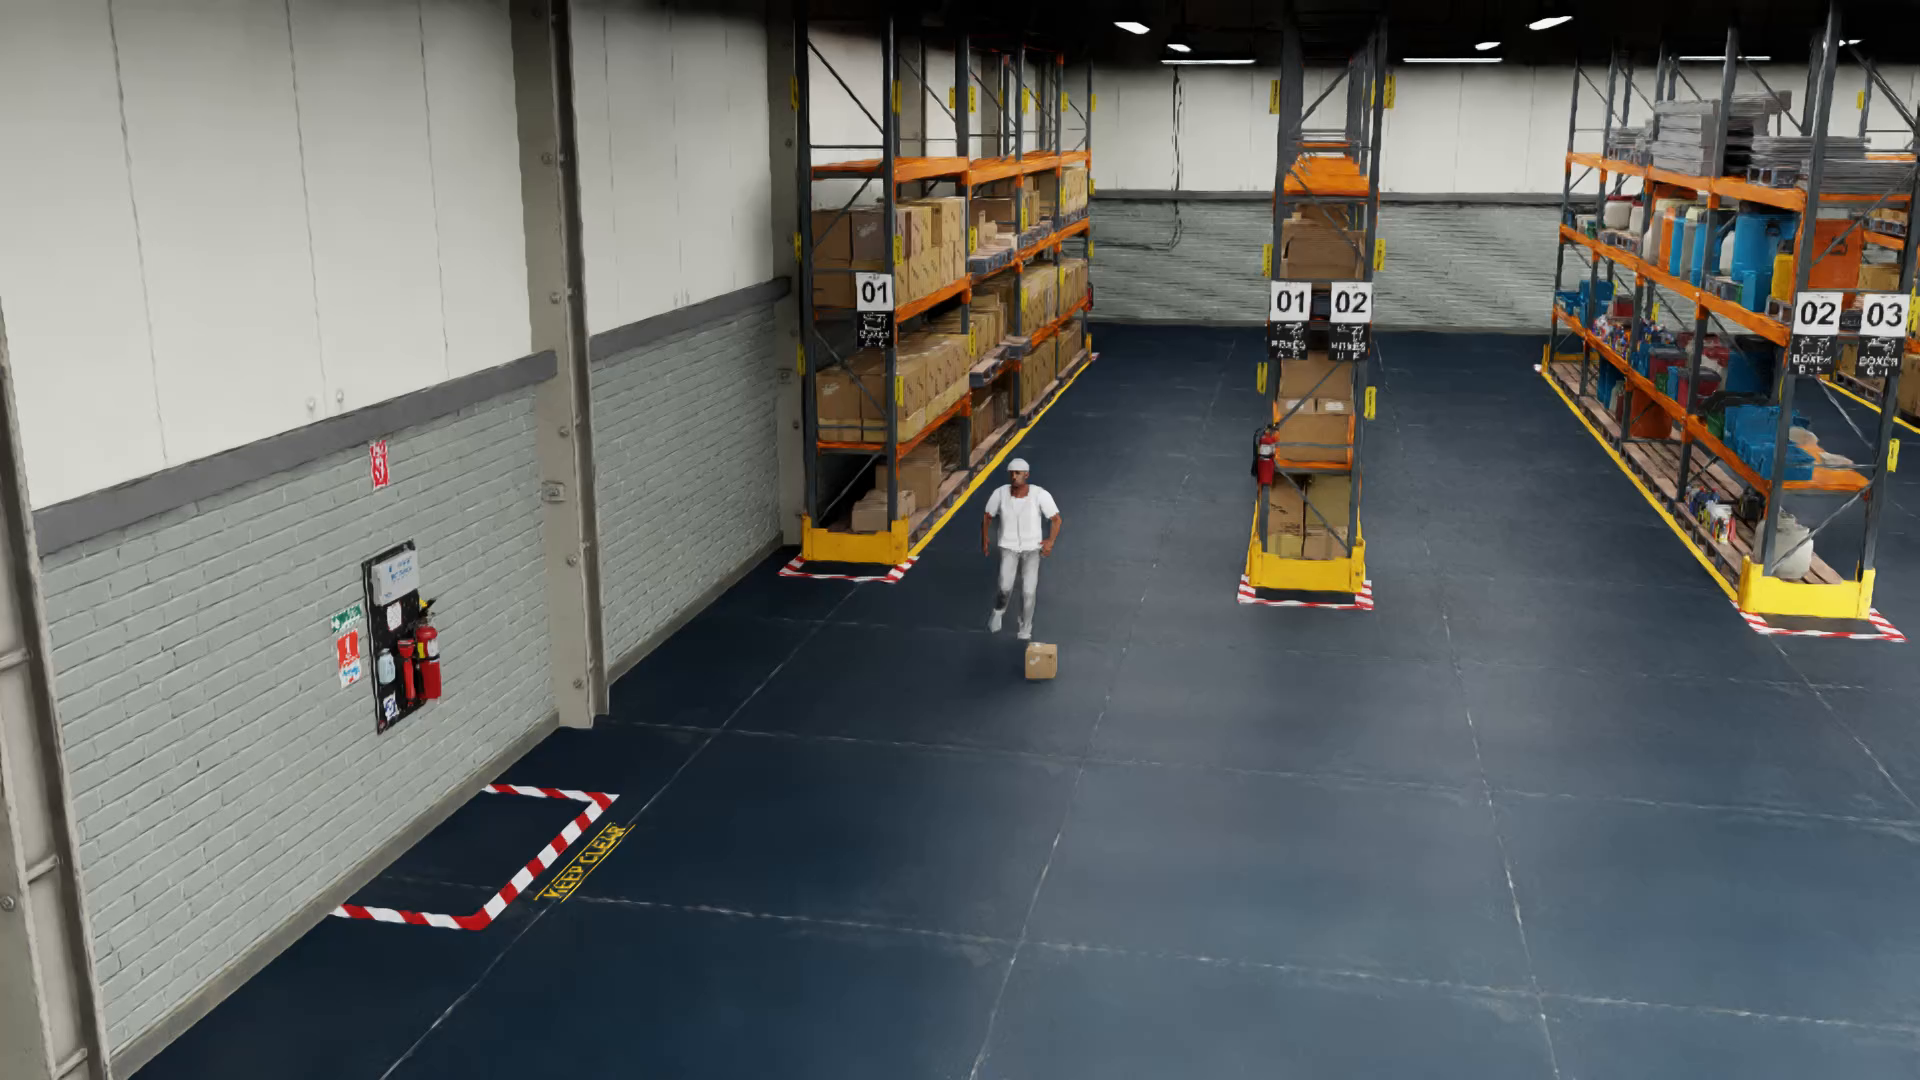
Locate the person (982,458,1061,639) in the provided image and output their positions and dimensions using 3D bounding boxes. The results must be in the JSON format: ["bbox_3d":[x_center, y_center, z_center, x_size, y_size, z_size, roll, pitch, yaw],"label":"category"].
[{"bbox_3d":[0.578,0.083,15.701,0.746,1.731,0.522,0,15,0],"label":"person"}]
